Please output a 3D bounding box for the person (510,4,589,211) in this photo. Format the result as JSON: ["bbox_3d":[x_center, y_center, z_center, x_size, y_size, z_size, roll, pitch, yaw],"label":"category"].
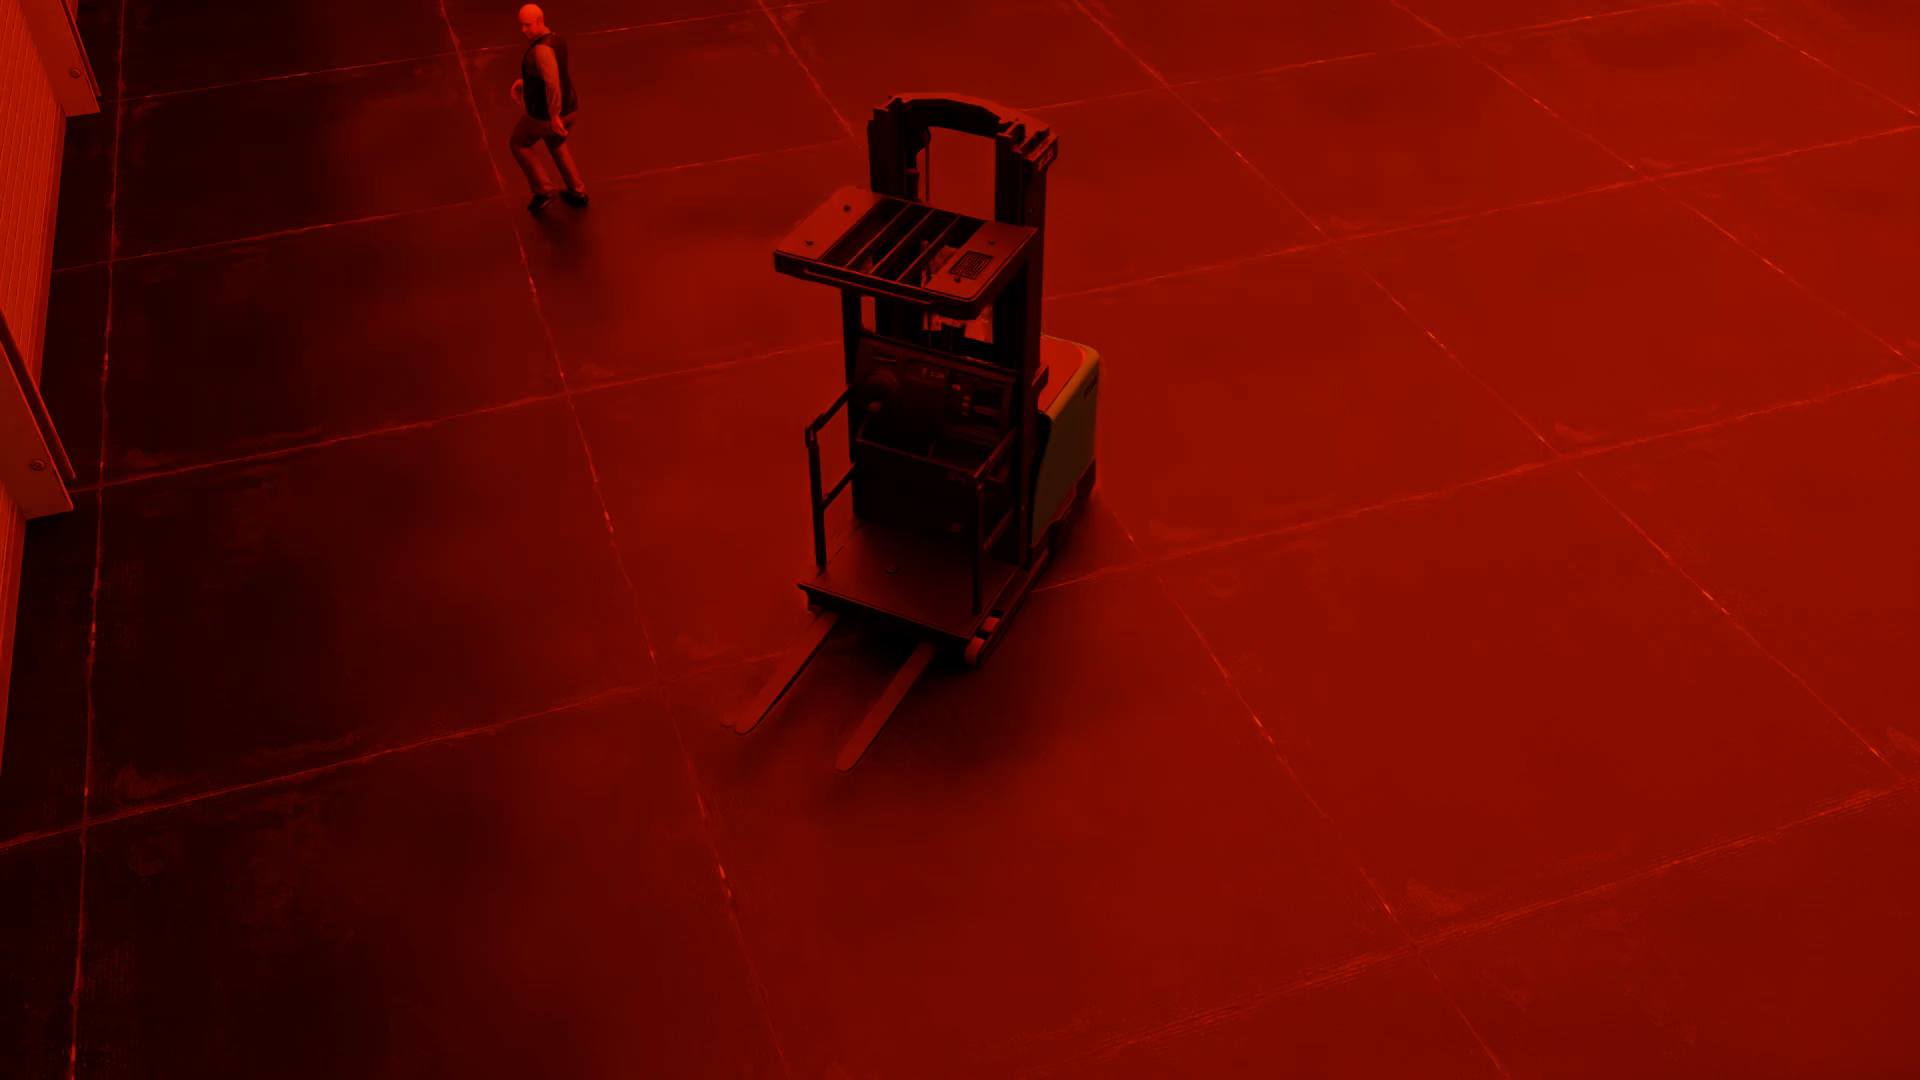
[{"bbox_3d":[-3.218,-3.352,13.016,0.742,1.699,0.655,16,43,18],"label":"person"}]

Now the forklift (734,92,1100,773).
[{"bbox_3d":[-0.236,-0.732,8.868,1.130,2.935,3.031,17,43,19],"label":"forklift"}]
